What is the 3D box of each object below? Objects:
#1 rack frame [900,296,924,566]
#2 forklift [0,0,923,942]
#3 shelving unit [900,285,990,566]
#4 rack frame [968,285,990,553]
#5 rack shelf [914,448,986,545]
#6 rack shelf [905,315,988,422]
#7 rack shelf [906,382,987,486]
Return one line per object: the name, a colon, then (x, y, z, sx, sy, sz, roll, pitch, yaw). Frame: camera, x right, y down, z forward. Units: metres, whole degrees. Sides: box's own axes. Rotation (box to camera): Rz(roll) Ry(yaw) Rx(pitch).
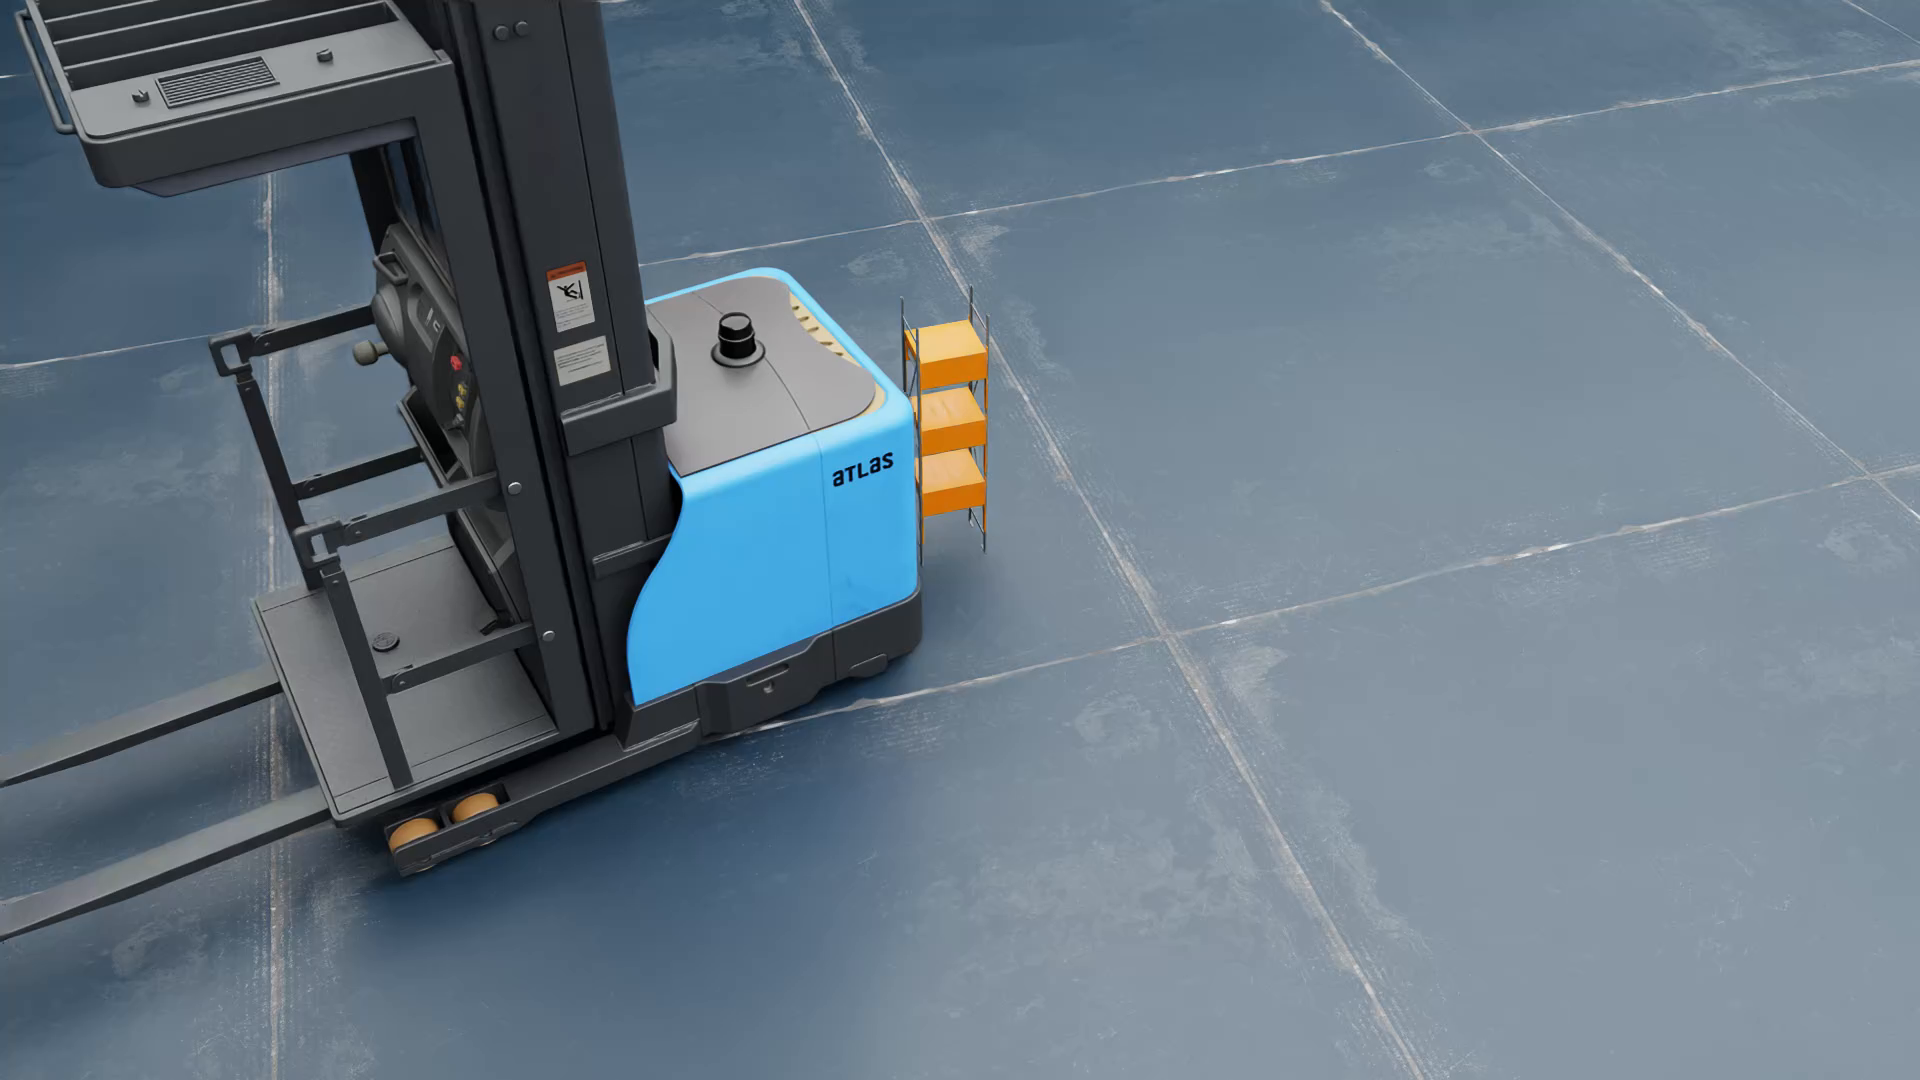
rack frame: (-0.167, -0.361, 5.865, 0.008, 1.050, 0.200, -12, 42, -13)
forklift: (-1.661, -0.490, 4.583, 3.031, 2.935, 1.130, -21, 45, -22)
shelving unit: (-0.051, -0.385, 5.892, 0.252, 1.050, 0.215, -12, 42, -13)
rack frame: (0.065, -0.409, 5.920, 0.008, 1.050, 0.200, -12, 42, -13)
rack shelf: (-0.051, -0.168, 6.082, 0.240, 0.259, 0.215, -12, 42, -13)
rack shelf: (-0.051, -0.591, 5.713, 0.240, 0.259, 0.215, -12, 42, -13)
rack shelf: (-0.051, -0.377, 5.899, 0.240, 0.259, 0.215, -12, 42, -13)
